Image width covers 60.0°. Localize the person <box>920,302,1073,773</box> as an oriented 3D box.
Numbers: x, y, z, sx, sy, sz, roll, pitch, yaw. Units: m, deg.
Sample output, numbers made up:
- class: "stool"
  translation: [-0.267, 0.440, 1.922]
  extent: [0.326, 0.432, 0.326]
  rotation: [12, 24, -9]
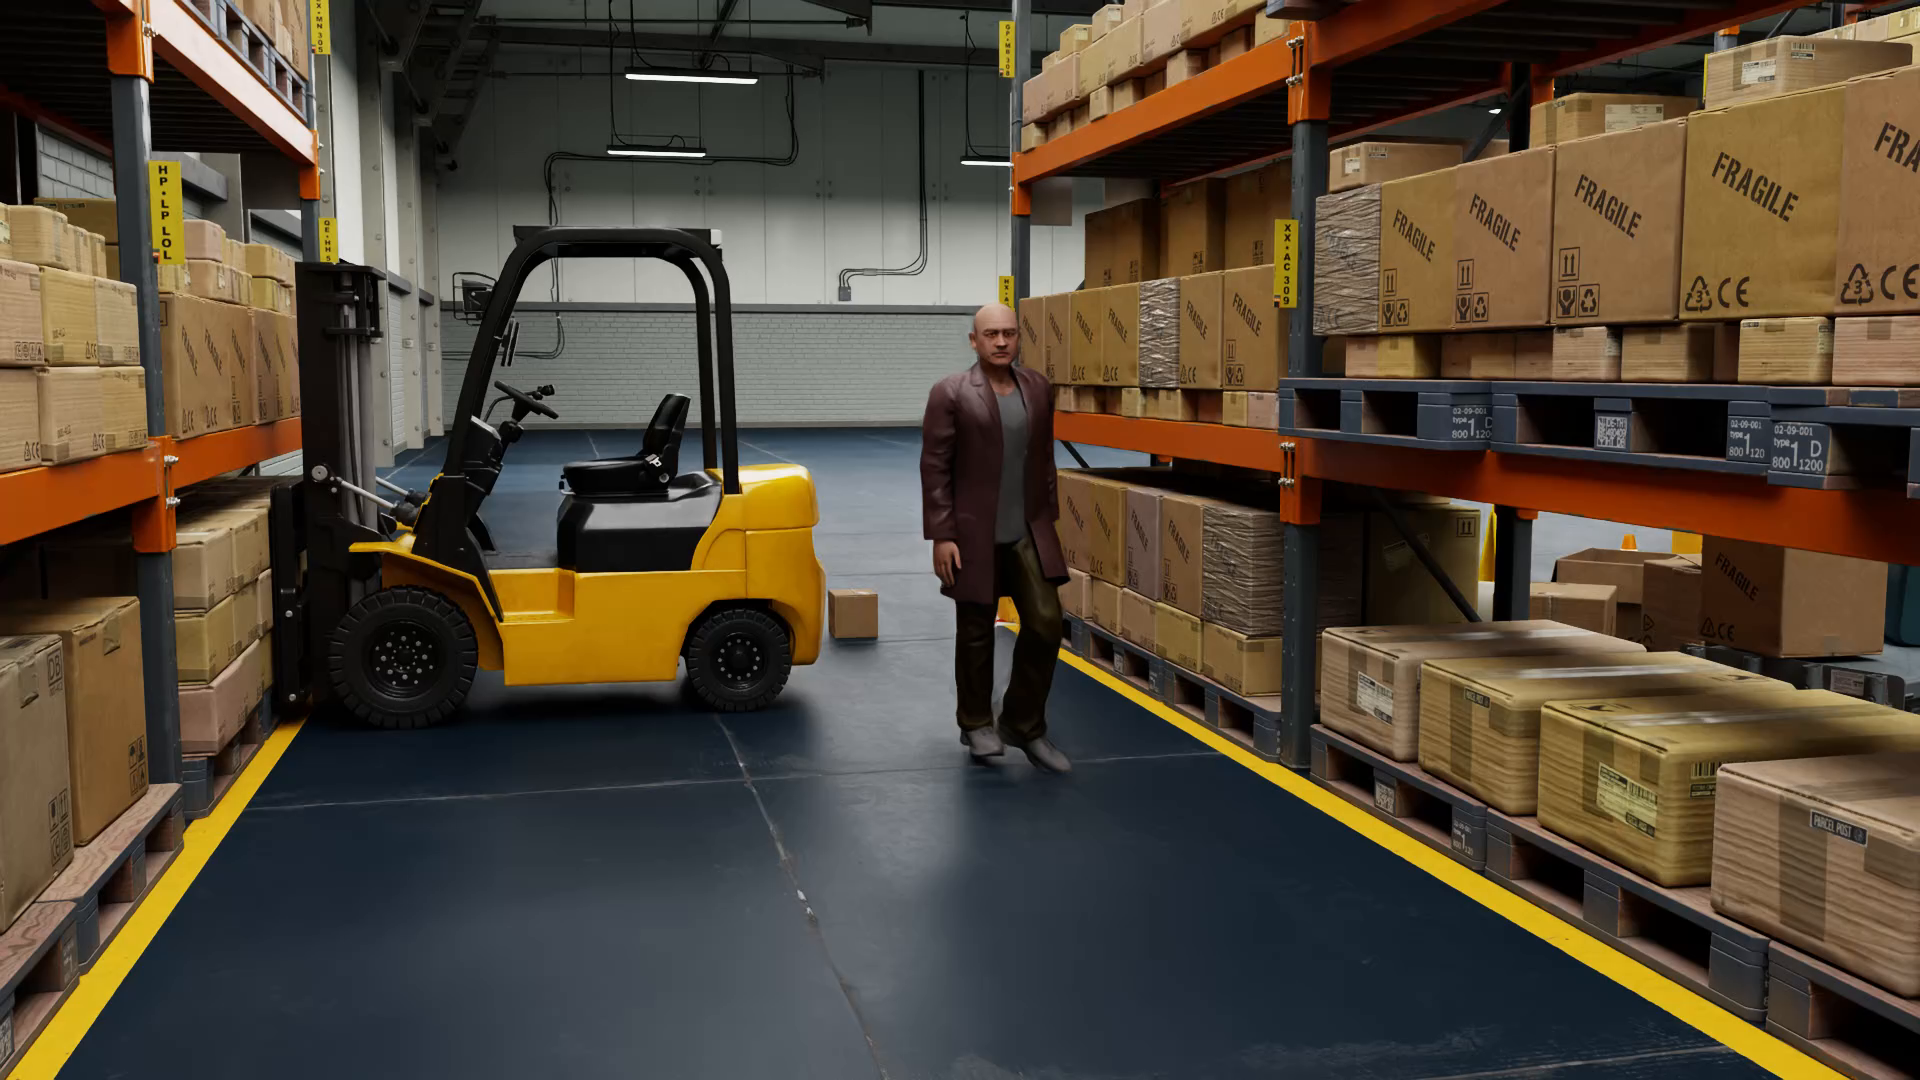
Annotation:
- class: "person"
  translation: [0.123, 0.096, 6.441]
  extent: [0.614, 1.617, 0.566]
  rotation: [-2, 6, -18]
